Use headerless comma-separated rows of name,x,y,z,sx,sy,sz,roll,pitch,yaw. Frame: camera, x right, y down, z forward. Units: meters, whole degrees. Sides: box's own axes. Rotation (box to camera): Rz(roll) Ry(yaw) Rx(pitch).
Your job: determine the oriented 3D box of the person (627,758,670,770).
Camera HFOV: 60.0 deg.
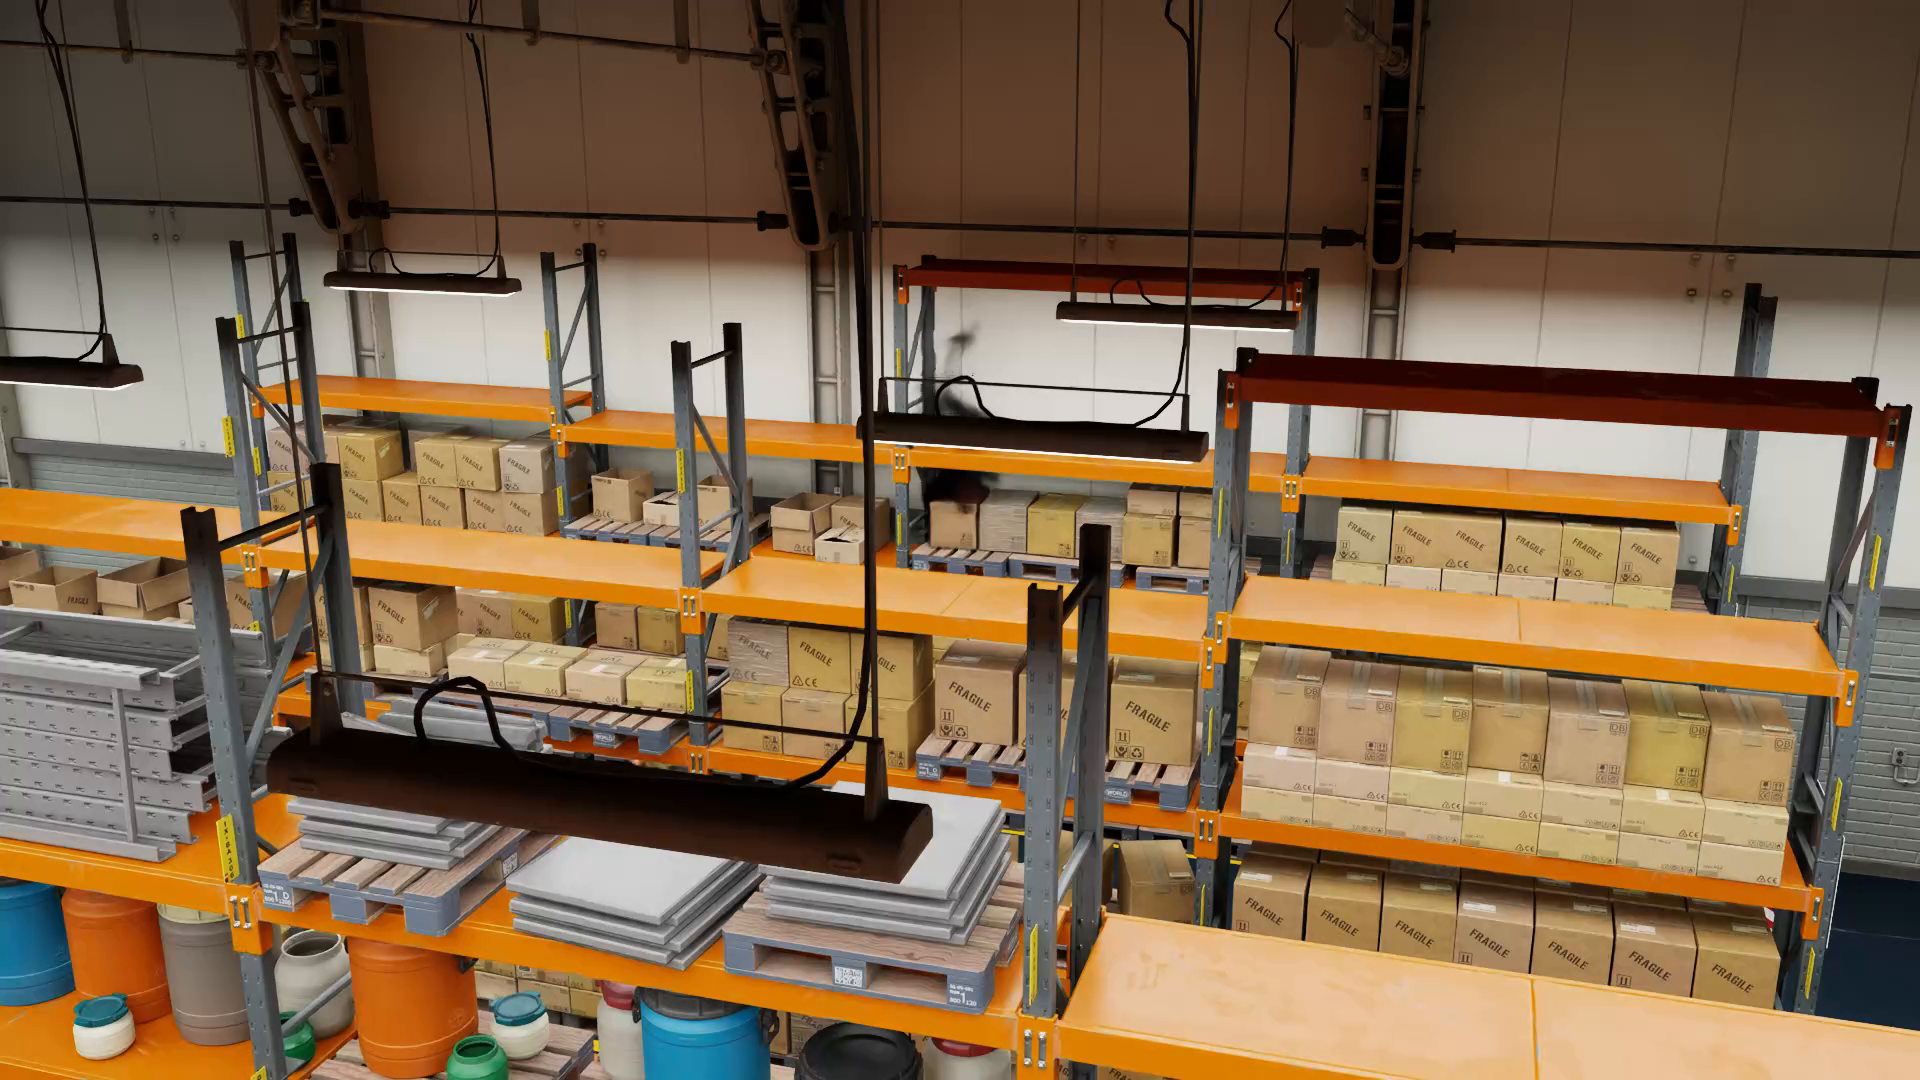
person,-3.004,2.421,16.360,0.696,1.764,0.543,2,16,6
